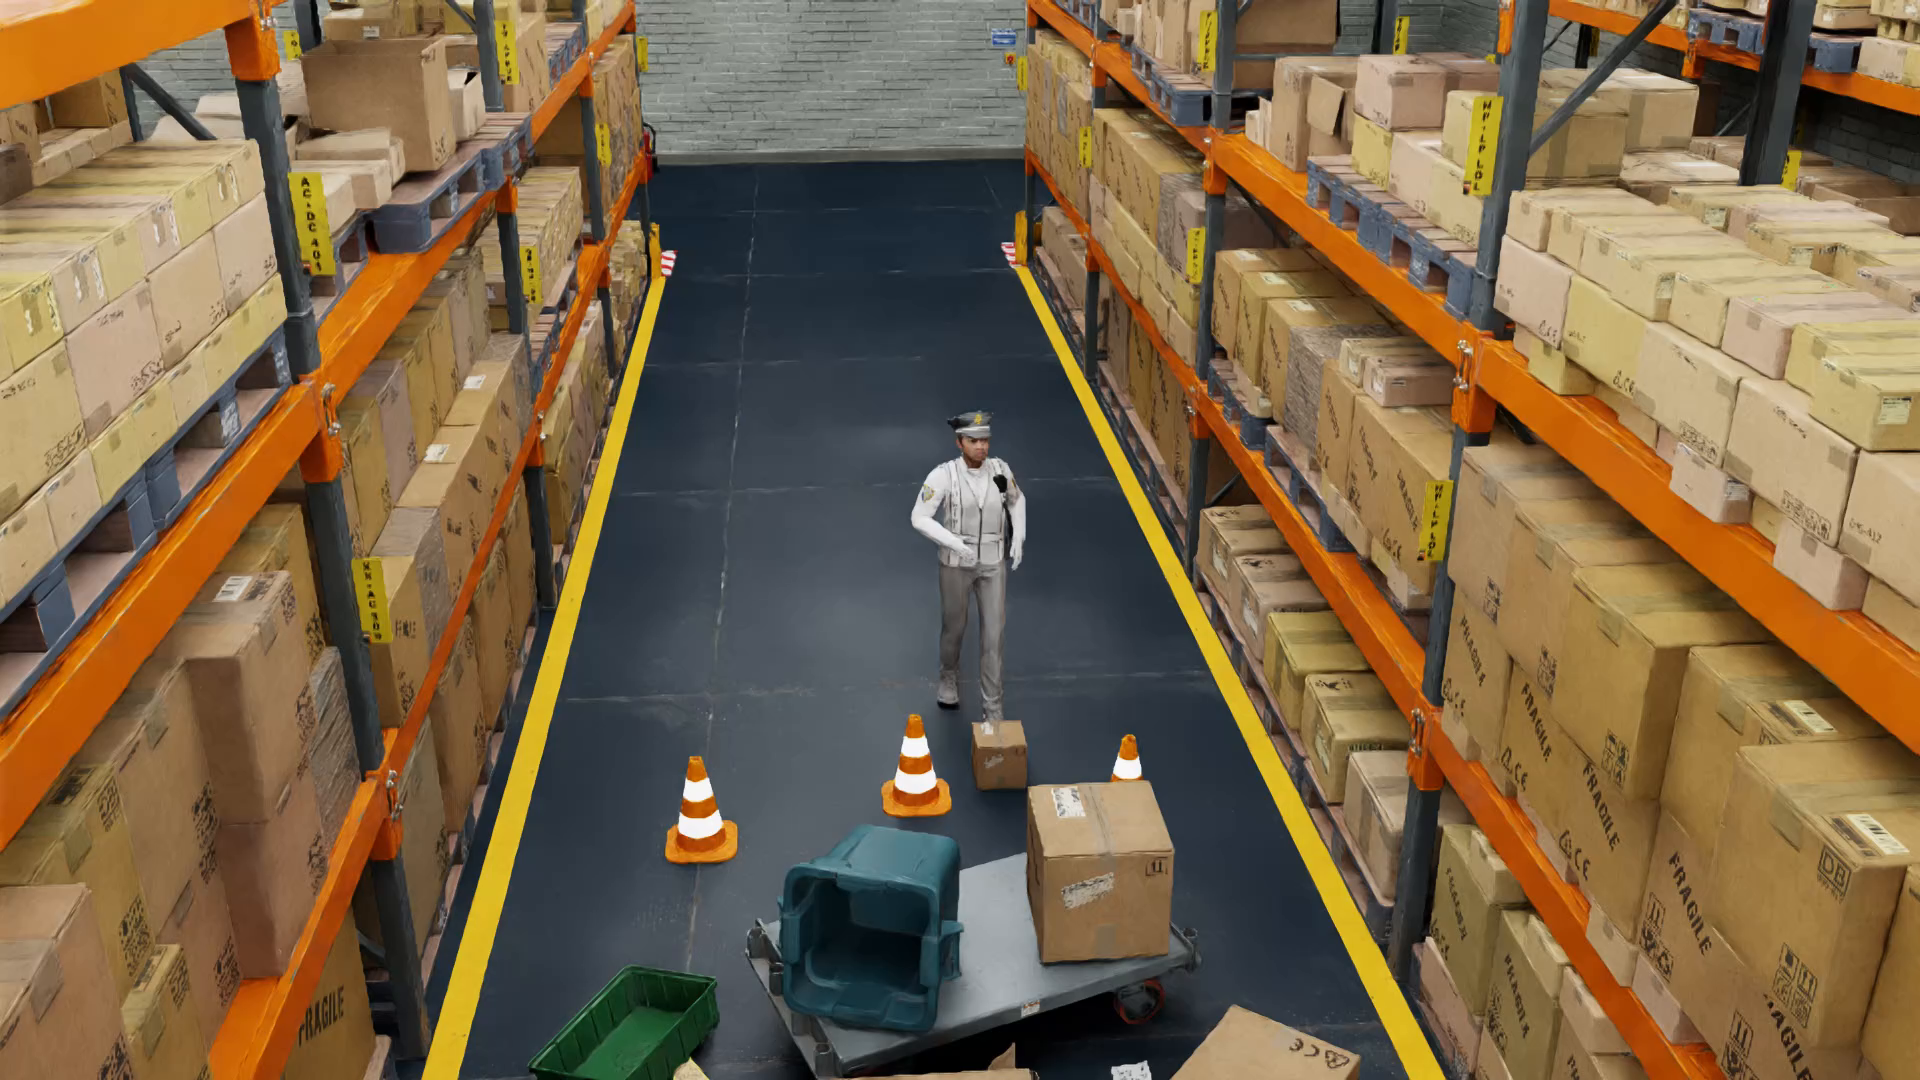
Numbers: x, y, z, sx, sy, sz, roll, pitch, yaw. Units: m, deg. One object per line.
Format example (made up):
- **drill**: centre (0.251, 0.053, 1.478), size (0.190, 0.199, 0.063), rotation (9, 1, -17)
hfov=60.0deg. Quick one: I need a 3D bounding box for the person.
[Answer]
- **person**: centre (0.103, 0.165, 8.663), size (0.660, 1.685, 0.736), rotation (-6, 25, -14)
